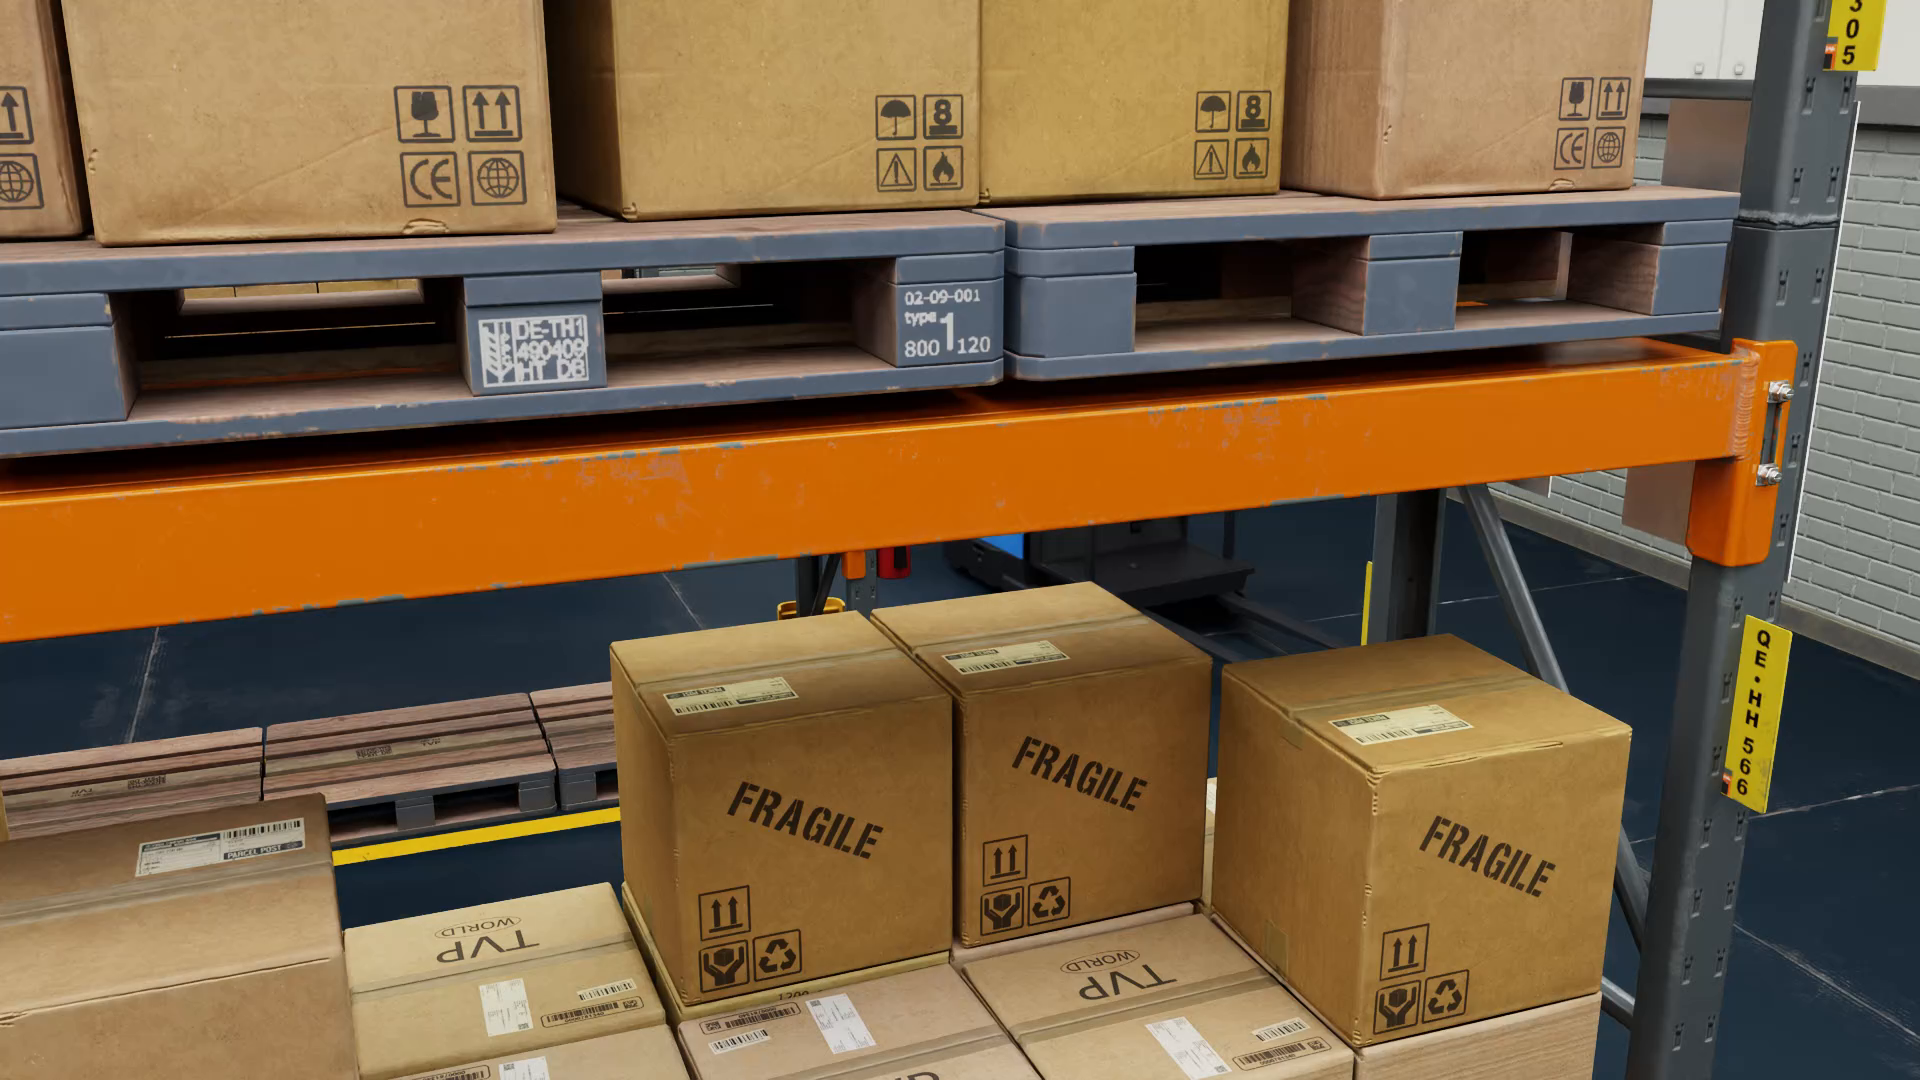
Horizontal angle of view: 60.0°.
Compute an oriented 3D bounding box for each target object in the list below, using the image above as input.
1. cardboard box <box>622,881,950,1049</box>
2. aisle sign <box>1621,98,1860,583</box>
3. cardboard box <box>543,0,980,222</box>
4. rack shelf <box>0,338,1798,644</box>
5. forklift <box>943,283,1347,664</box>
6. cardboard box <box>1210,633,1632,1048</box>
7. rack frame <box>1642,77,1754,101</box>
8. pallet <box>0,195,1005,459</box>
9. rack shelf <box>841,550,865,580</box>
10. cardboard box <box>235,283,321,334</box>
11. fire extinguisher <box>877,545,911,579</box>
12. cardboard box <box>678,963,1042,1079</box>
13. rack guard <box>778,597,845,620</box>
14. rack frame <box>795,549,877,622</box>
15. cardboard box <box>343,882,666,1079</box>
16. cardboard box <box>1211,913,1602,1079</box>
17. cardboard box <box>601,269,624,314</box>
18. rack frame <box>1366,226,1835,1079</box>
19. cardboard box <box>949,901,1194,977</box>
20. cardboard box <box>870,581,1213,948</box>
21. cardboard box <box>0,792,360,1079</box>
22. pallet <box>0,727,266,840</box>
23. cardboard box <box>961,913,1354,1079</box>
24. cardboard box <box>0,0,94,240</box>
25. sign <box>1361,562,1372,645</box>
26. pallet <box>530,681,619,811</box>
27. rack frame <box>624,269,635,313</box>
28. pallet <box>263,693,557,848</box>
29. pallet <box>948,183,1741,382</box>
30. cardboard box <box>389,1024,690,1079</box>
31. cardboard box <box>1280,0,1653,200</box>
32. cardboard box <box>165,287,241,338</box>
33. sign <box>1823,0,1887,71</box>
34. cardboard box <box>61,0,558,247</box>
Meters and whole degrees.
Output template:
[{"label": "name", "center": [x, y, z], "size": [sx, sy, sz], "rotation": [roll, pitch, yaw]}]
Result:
[{"label": "cardboard box", "center": [-0.342, 0.829, 3.190], "size": [0.500, 0.250, 0.500], "rotation": [-7, 18, -22]}, {"label": "aisle sign", "center": [1.330, -0.357, 2.877], "size": [0.004, 0.787, 0.394], "rotation": [-6, 17, -20]}, {"label": "cardboard box", "center": [-0.345, -0.762, 2.445], "size": [0.500, 0.500, 0.700], "rotation": [-7, 18, -24]}, {"label": "rack shelf", "center": [-0.712, -0.074, 2.479], "size": [4.000, 0.370, 1.077], "rotation": [-6, 17, -20]}, {"label": "forklift", "center": [1.041, -0.948, 9.624], "size": [1.130, 2.935, 3.031], "rotation": [-9, 19, -28]}, {"label": "cardboard box", "center": [0.795, 0.506, 2.958], "size": [0.500, 0.500, 0.500], "rotation": [-6, 17, -19]}, {"label": "rack frame", "center": [1.157, -2.059, 2.639], "size": [0.053, 2.616, 0.949], "rotation": [-6, 17, -20]}, {"label": "pallet", "center": [-0.674, -0.377, 2.391], "size": [1.213, 0.211, 1.003], "rotation": [-6, 17, -20]}, {"label": "rack shelf", "center": [-2.484, 0.062, 7.340], "size": [4.000, 0.370, 1.077], "rotation": [-6, 17, -20]}, {"label": "cardboard box", "center": [-4.602, -1.515, 11.256], "size": [0.500, 0.500, 0.500], "rotation": [-6, 17, -20]}, {"label": "fire extinguisher", "center": [-0.313, -0.164, 7.633], "size": [0.183, 0.674, 0.296], "rotation": [-6, 17, -20]}, {"label": "cardboard box", "center": [-0.151, 0.969, 2.714], "size": [0.500, 0.250, 0.500], "rotation": [-7, 18, -22]}, {"label": "rack guard", "center": [-0.599, 0.709, 8.297], "size": [0.348, 0.500, 1.175], "rotation": [-6, 17, -20]}, {"label": "rack frame", "center": [-0.616, -0.485, 7.925], "size": [0.127, 3.000, 1.000], "rotation": [-6, 17, -20]}, {"label": "cardboard box", "center": [-0.828, 0.883, 3.006], "size": [0.500, 0.250, 0.500], "rotation": [-7, 18, -21]}, {"label": "cardboard box", "center": [0.798, 0.866, 3.062], "size": [0.500, 0.250, 0.500], "rotation": [-6, 18, -21]}, {"label": "cardboard box", "center": [-2.706, -1.719, 11.952], "size": [0.500, 0.500, 0.500], "rotation": [-6, 17, -18]}, {"label": "rack frame", "center": [1.156, 0.819, 3.487], "size": [0.127, 3.000, 1.000], "rotation": [-6, 17, -20]}, {"label": "cardboard box", "center": [0.128, 0.779, 3.359], "size": [0.500, 0.250, 0.500], "rotation": [-6, 18, -21]}, {"label": "cardboard box", "center": [0.144, 0.416, 3.266], "size": [0.500, 0.500, 0.500], "rotation": [-7, 18, -21]}, {"label": "cardboard box", "center": [-1.094, 0.709, 2.268], "size": [0.500, 0.500, 0.500], "rotation": [-7, 18, -22]}, {"label": "pallet", "center": [-3.679, 1.172, 7.232], "size": [1.213, 0.211, 1.003], "rotation": [-6, 17, -20]}, {"label": "cardboard box", "center": [0.324, 0.917, 2.889], "size": [0.500, 0.250, 0.500], "rotation": [-6, 18, -21]}, {"label": "cardboard box", "center": [-1.366, -0.663, 2.107], "size": [0.500, 0.500, 0.700], "rotation": [-5, 17, -17]}, {"label": "sign", "center": [0.963, 0.219, 3.853], "size": [0.005, 0.325, 0.100], "rotation": [-6, 17, -20]}, {"label": "pallet", "center": [-1.400, 0.926, 8.069], "size": [1.213, 0.211, 1.003], "rotation": [-6, 17, -20]}, {"label": "rack frame", "center": [-2.387, -1.789, 12.367], "size": [0.053, 2.616, 0.949], "rotation": [-6, 17, -20]}, {"label": "pallet", "center": [-2.538, 1.048, 7.654], "size": [1.213, 0.211, 1.003], "rotation": [-6, 17, -20]}, {"label": "pallet", "center": [0.467, -0.501, 2.813], "size": [1.213, 0.211, 1.003], "rotation": [-6, 17, -20]}, {"label": "cardboard box", "center": [-0.636, 1.022, 2.531], "size": [0.500, 0.250, 0.500], "rotation": [-6, 17, -20]}, {"label": "cardboard box", "center": [0.690, -0.852, 2.751], "size": [0.500, 0.500, 0.700], "rotation": [-7, 18, -23]}, {"label": "cardboard box", "center": [-3.982, -1.663, 11.761], "size": [3.026, 0.500, 1.079], "rotation": [-6, 17, -19]}, {"label": "sign", "center": [1.337, -0.863, 2.460], "size": [0.005, 0.325, 0.100], "rotation": [-6, 17, -20]}, {"label": "cardboard box", "center": [-0.827, -0.678, 2.159], "size": [0.500, 0.500, 0.700], "rotation": [-5, 17, -18]}]
